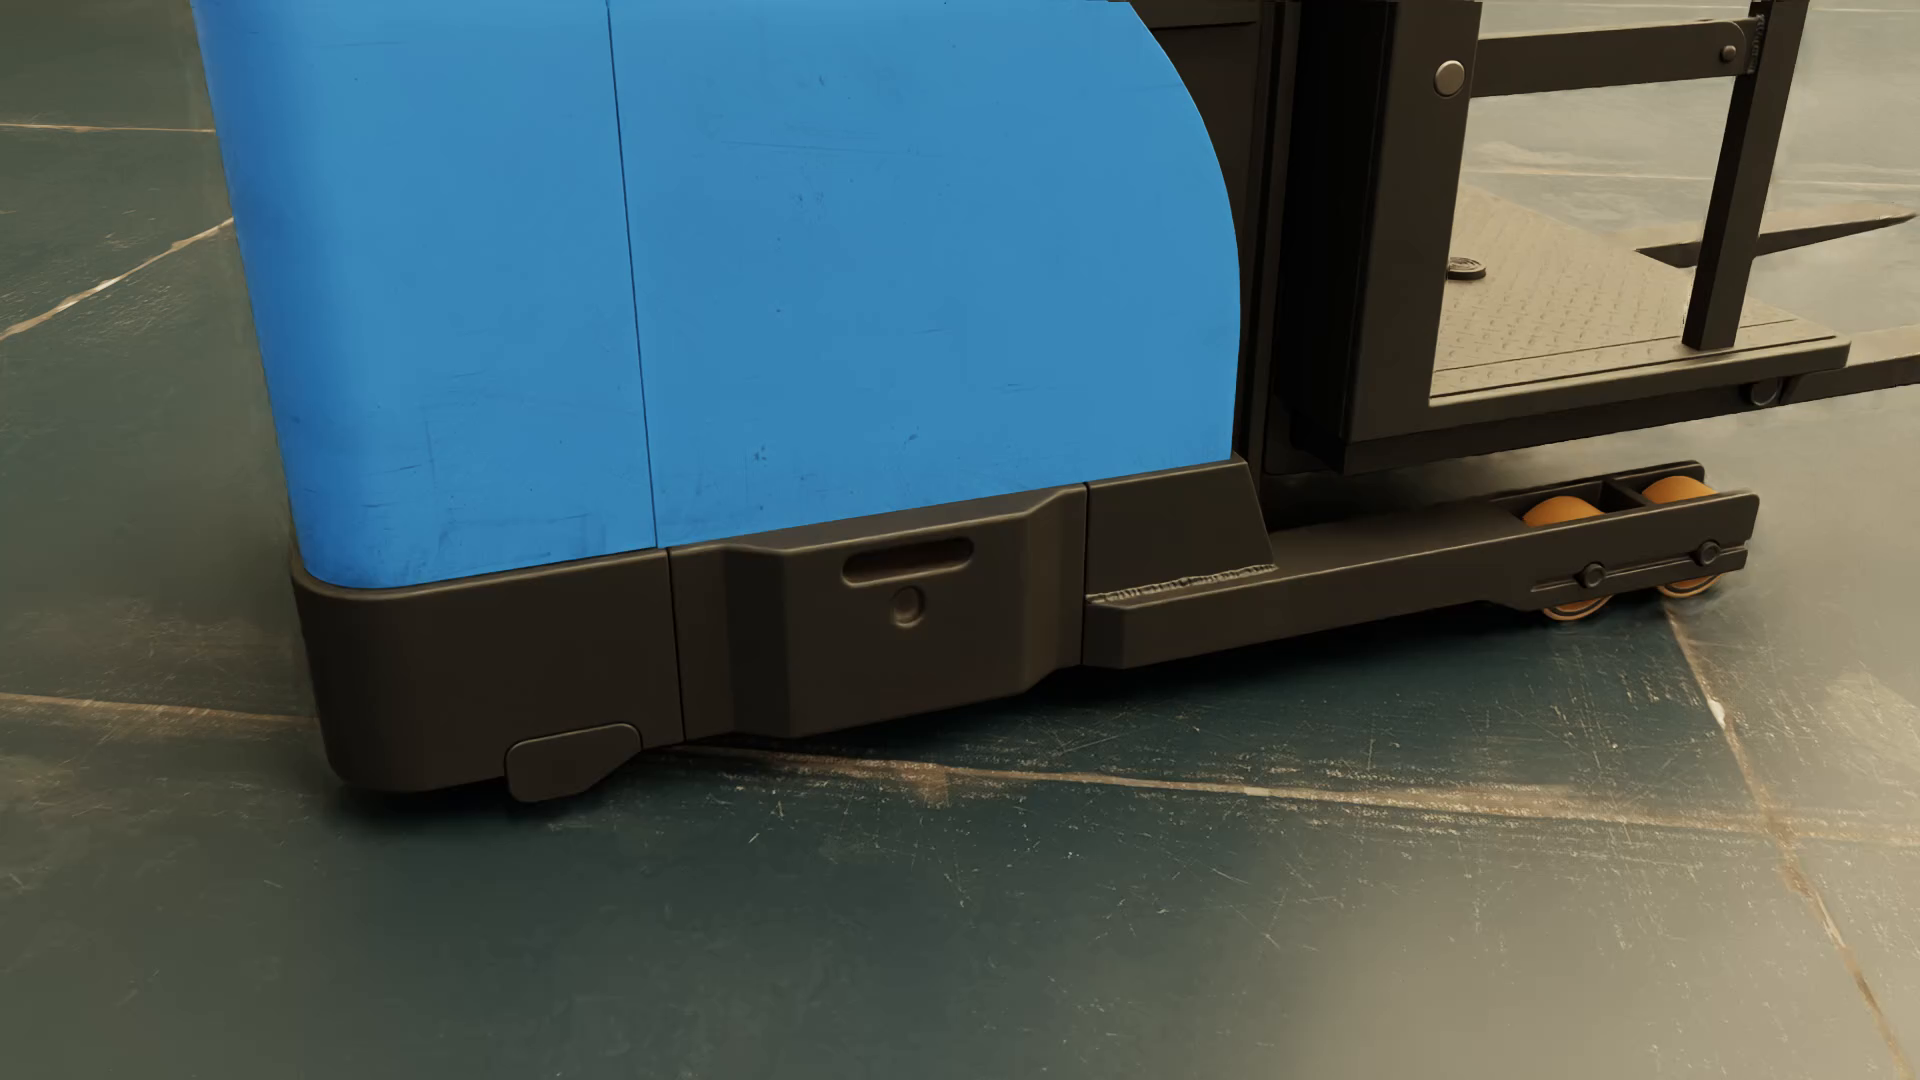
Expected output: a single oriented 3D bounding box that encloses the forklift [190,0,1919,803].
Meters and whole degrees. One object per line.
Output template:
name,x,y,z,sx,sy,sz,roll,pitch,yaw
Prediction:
forklift,0.574,-1.413,2.049,3.031,2.935,1.130,-9,28,-18
